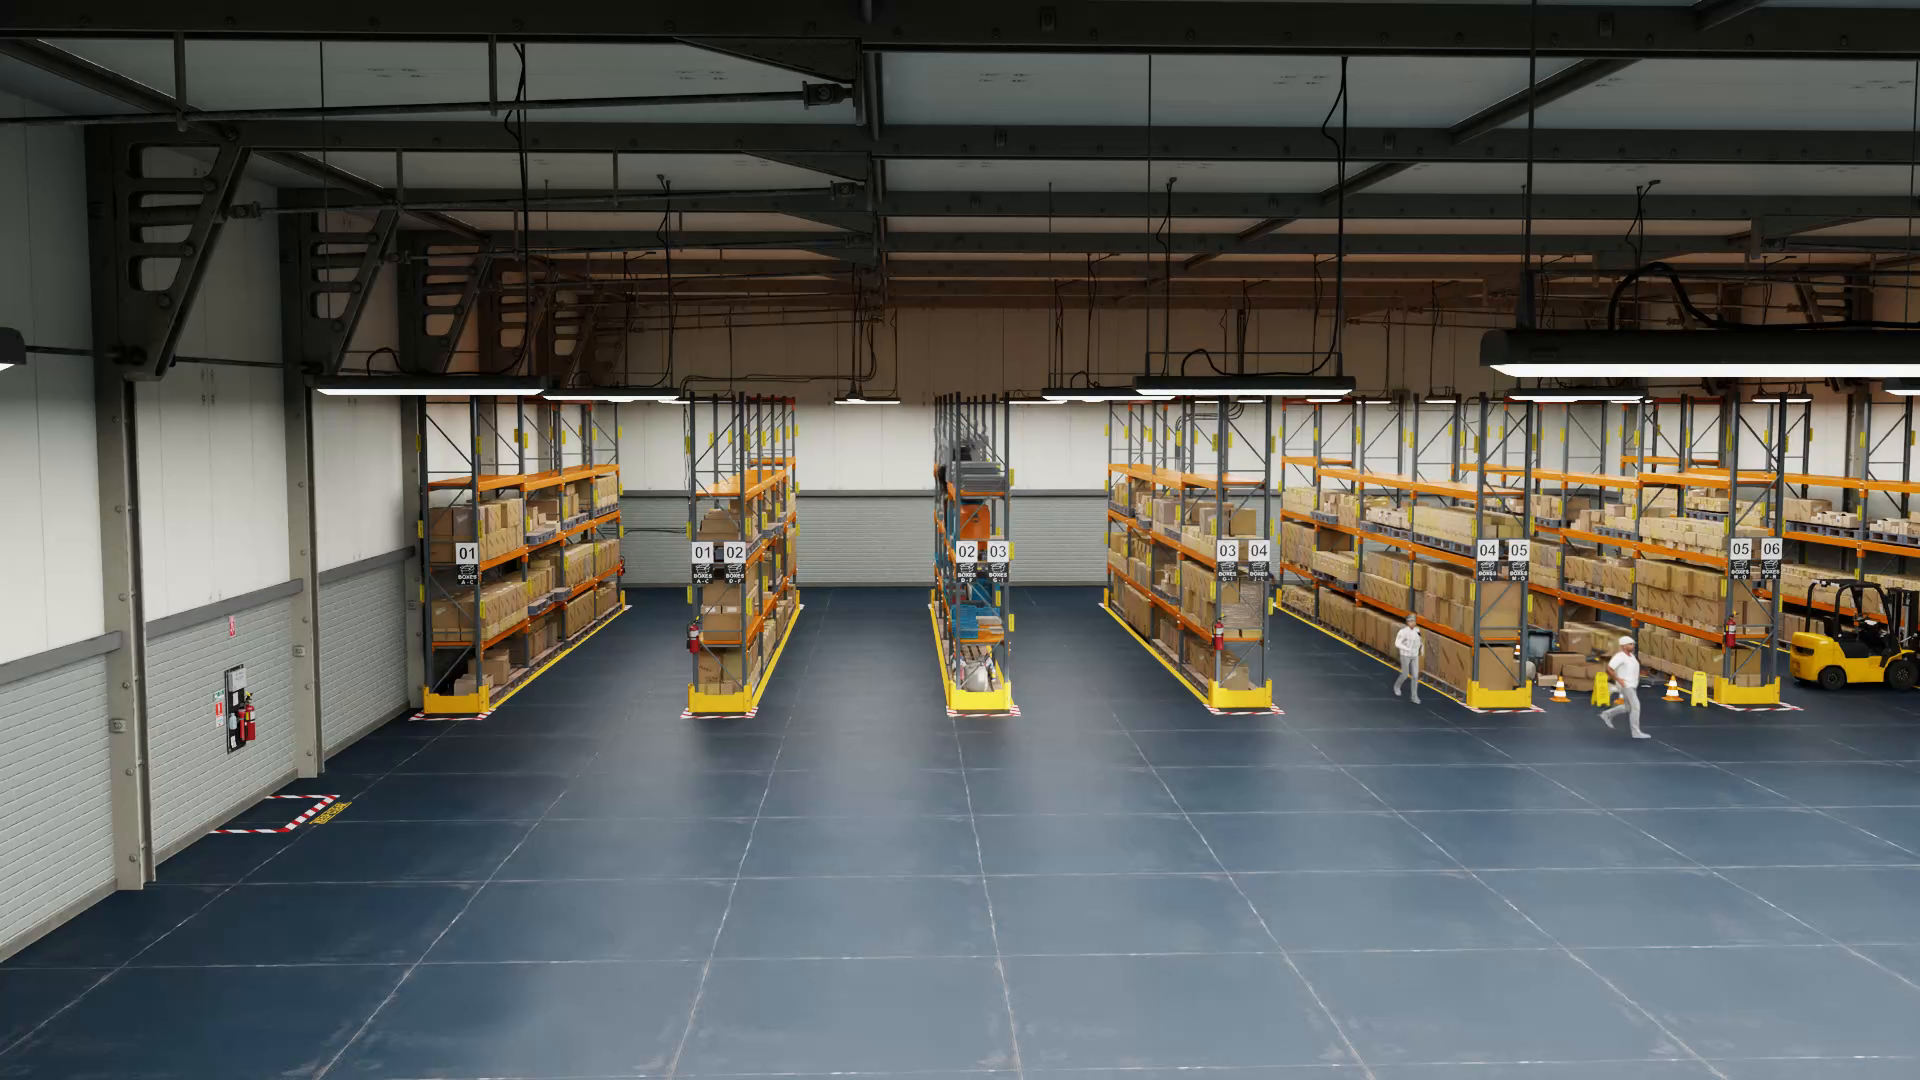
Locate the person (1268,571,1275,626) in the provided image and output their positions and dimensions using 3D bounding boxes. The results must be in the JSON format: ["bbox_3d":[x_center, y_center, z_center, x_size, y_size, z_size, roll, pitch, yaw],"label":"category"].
[{"bbox_3d":[8.018,1.399,43.876,0.583,1.684,0.867,1,5,6],"label":"person"}]

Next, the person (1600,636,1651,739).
[{"bbox_3d":[11.550,2.537,28.836,0.920,1.746,0.713,4,6,43],"label":"person"}]

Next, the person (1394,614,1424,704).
[{"bbox_3d":[8.765,2.284,32.434,0.638,1.715,0.818,-1,5,-12],"label":"person"}]
